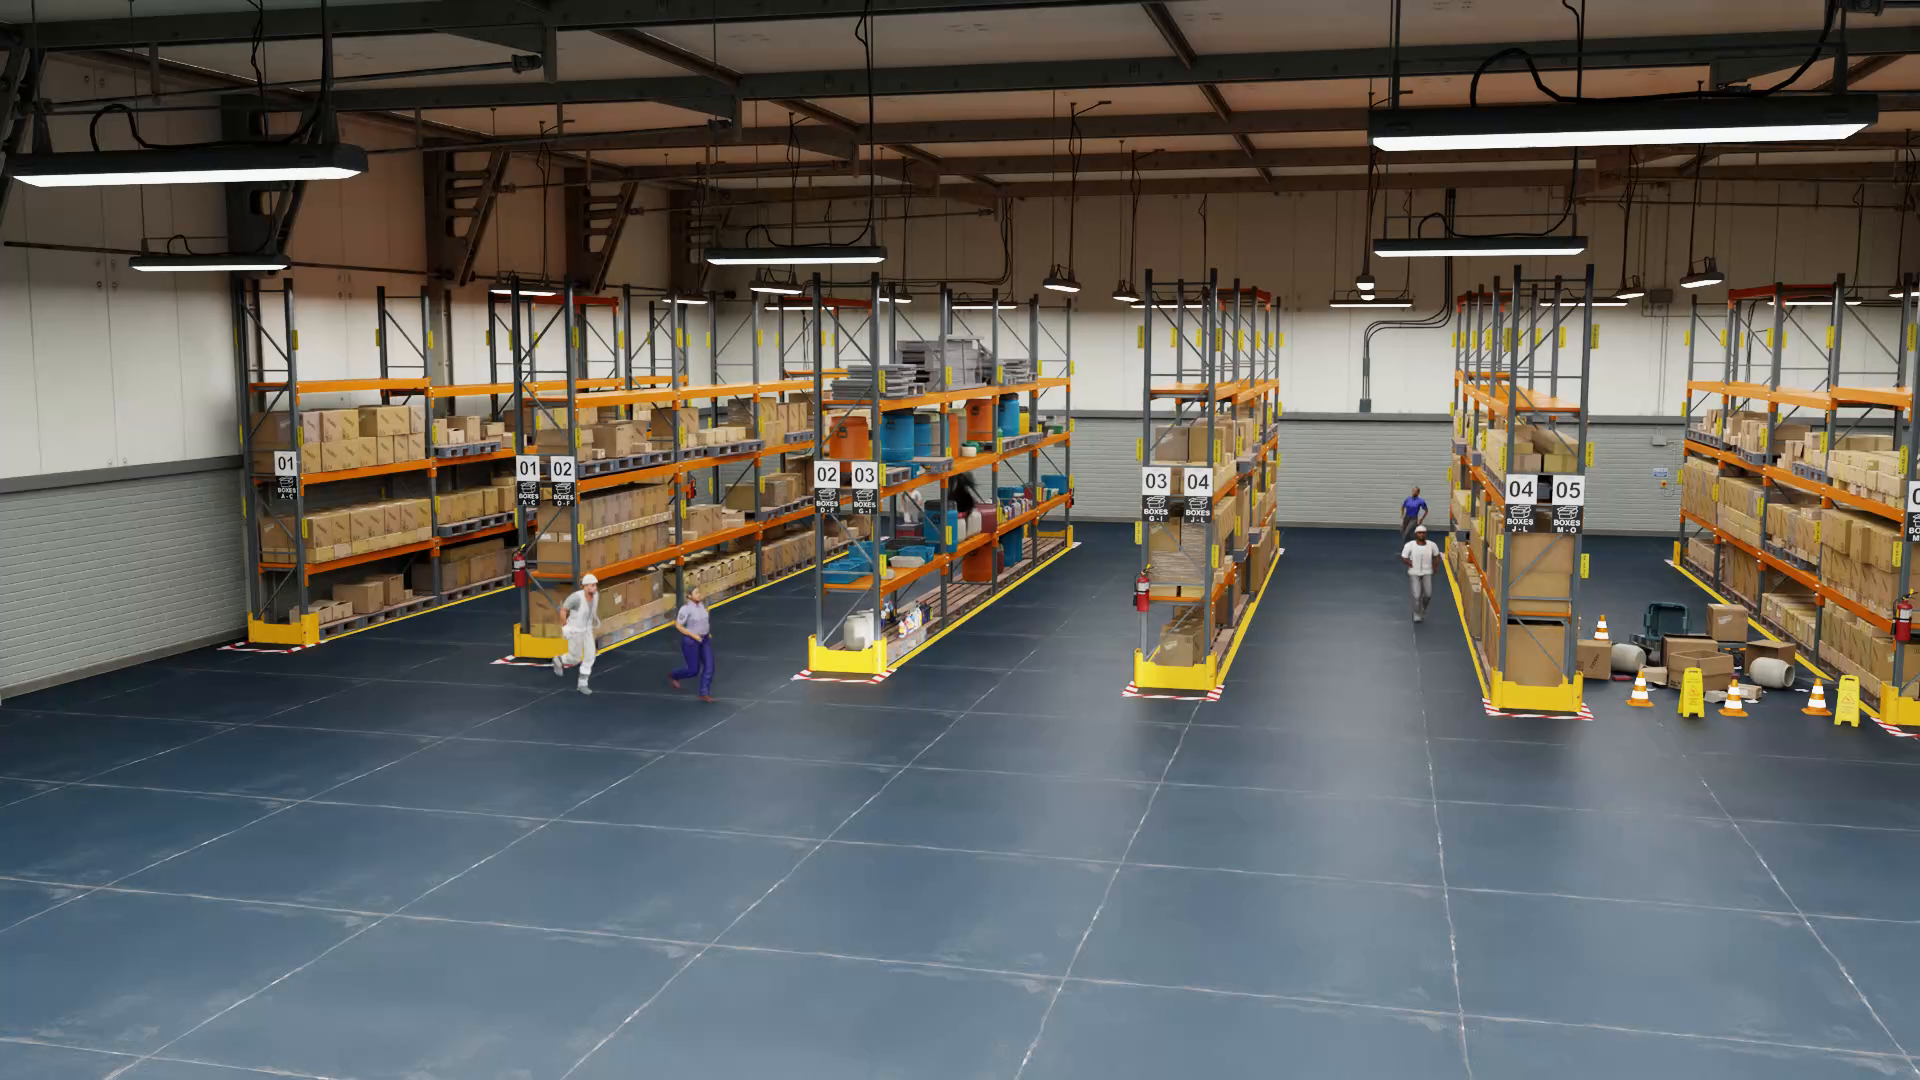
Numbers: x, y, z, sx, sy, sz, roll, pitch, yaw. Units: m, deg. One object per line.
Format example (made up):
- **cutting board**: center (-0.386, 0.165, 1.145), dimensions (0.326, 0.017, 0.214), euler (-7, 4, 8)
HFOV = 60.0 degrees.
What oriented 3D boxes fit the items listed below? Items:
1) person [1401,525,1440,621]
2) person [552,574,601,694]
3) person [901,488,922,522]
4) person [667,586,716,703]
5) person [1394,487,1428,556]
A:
- **person**: center (8.176, 0.605, 29.469), dimensions (0.686, 1.721, 0.593), euler (1, 7, 8)
- **person**: center (-5.490, 1.324, 23.831), dimensions (0.915, 1.720, 0.659), euler (4, 8, 30)
- **person**: center (-1.165, -0.609, 39.959), dimensions (0.519, 1.696, 0.920), euler (0, 7, 0)
- **person**: center (-3.719, 1.484, 23.200), dimensions (0.769, 1.553, 0.607), euler (4, 8, 32)
- **person**: center (10.533, -0.435, 38.711), dimensions (0.642, 1.608, 0.837), euler (6, 9, 42)
